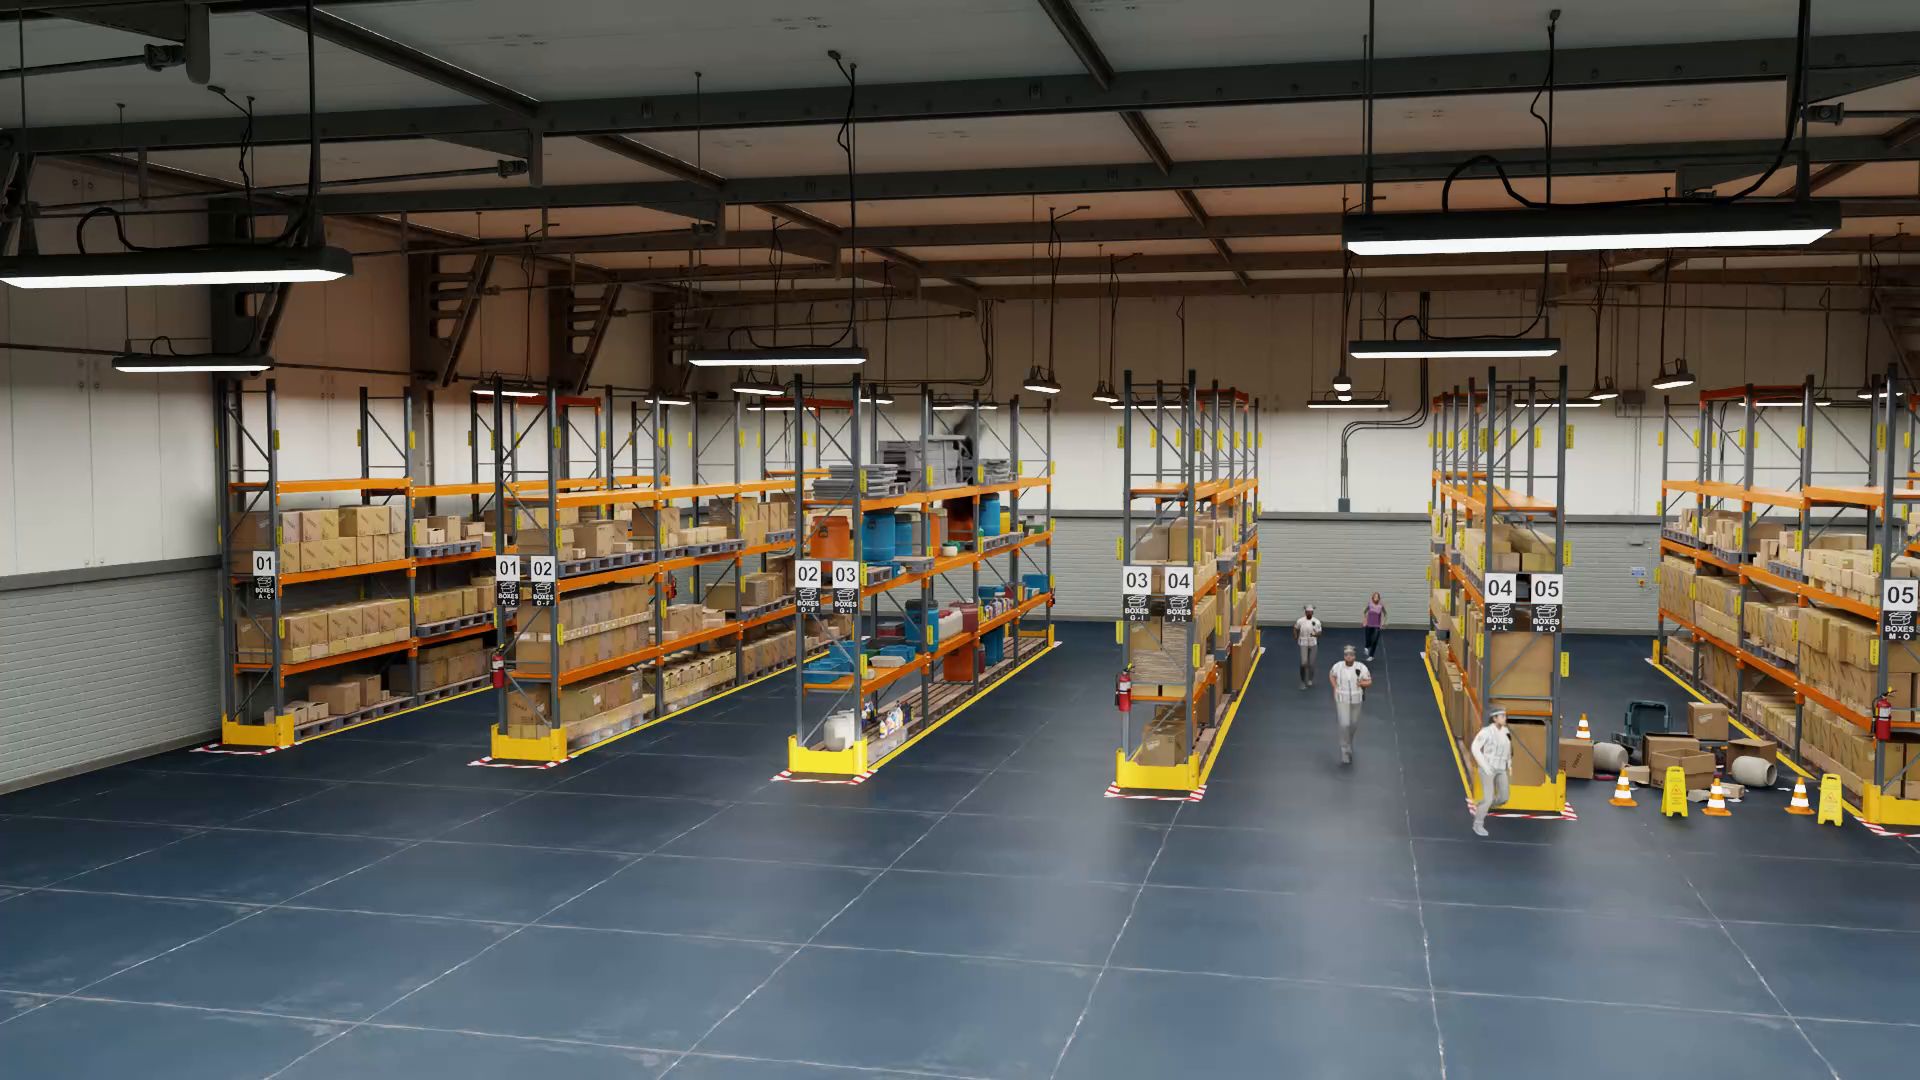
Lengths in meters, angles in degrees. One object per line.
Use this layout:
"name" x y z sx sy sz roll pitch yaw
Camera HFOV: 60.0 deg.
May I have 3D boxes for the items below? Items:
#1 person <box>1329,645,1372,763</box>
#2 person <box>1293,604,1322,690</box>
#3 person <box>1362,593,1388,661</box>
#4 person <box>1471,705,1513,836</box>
"person" 6.142 2.561 26.131 0.631 1.844 0.817 0 3 6
"person" 6.989 2.164 33.419 0.545 1.733 0.713 0 3 7
"person" 9.431 1.960 37.837 0.574 1.548 0.558 0 3 8
"person" 6.819 2.924 21.244 0.665 1.637 0.506 -1 4 -23
